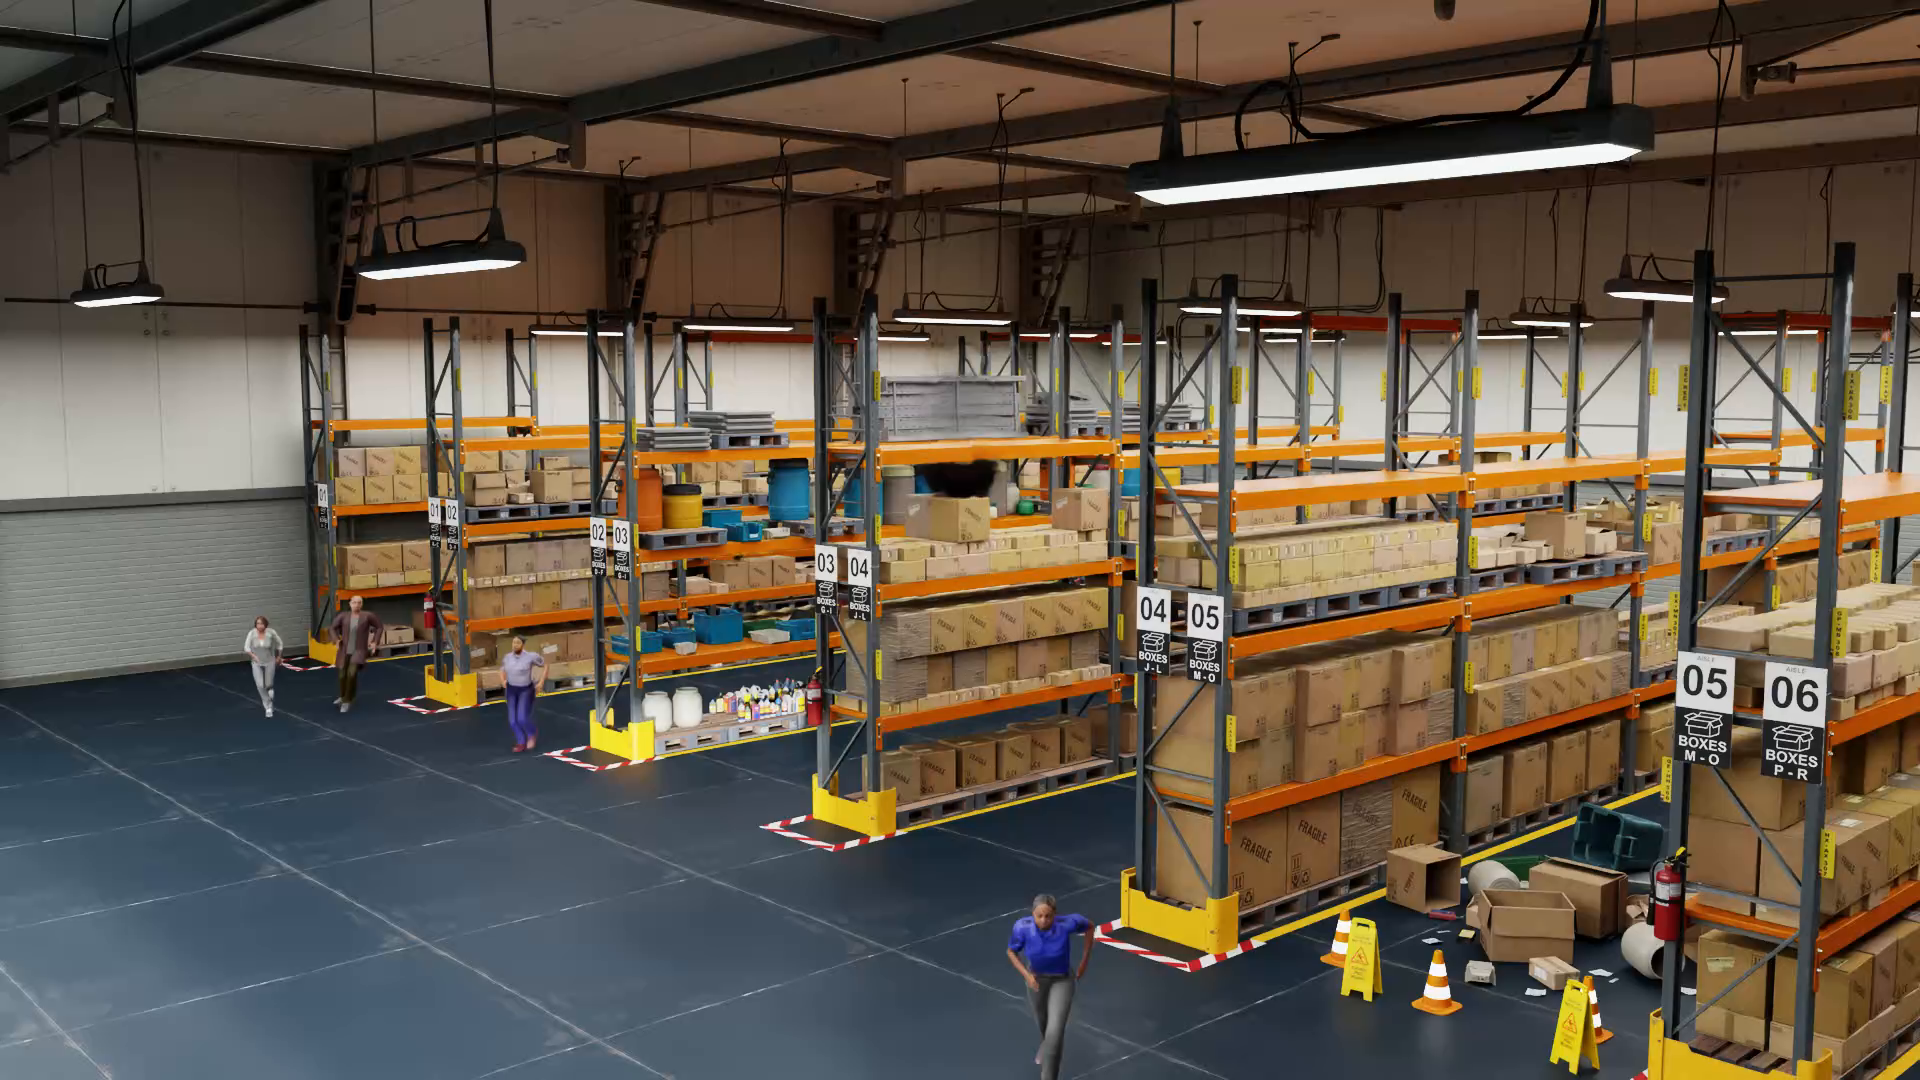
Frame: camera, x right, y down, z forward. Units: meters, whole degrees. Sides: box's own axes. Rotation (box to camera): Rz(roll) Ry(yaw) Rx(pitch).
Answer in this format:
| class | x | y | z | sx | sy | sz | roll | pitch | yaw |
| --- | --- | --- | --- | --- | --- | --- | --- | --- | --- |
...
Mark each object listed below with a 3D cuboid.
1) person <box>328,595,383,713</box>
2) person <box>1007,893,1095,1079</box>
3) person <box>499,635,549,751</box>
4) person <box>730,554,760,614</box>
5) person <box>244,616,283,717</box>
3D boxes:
| class | x | y | z | sx | sy | sz | roll | pitch | yaw |
| --- | --- | --- | --- | --- | --- | --- | --- | --- | --- |
| person | -9.277 | 1.738 | 25.491 | 0.770 | 1.795 | 0.730 | 0 | 6 | -5 |
| person | 0.655 | 3.210 | 11.944 | 0.618 | 1.616 | 0.965 | 1 | 6 | 6 |
| person | -5.959 | 2.091 | 22.576 | 0.634 | 1.595 | 0.590 | 1 | 6 | 9 |
| person | -4.155 | 1.026 | 32.383 | 0.702 | 1.771 | 0.962 | 5 | 7 | 40 |
| person | -10.491 | 1.897 | 25.081 | 0.522 | 1.514 | 0.681 | -1 | 6 | -14 |
